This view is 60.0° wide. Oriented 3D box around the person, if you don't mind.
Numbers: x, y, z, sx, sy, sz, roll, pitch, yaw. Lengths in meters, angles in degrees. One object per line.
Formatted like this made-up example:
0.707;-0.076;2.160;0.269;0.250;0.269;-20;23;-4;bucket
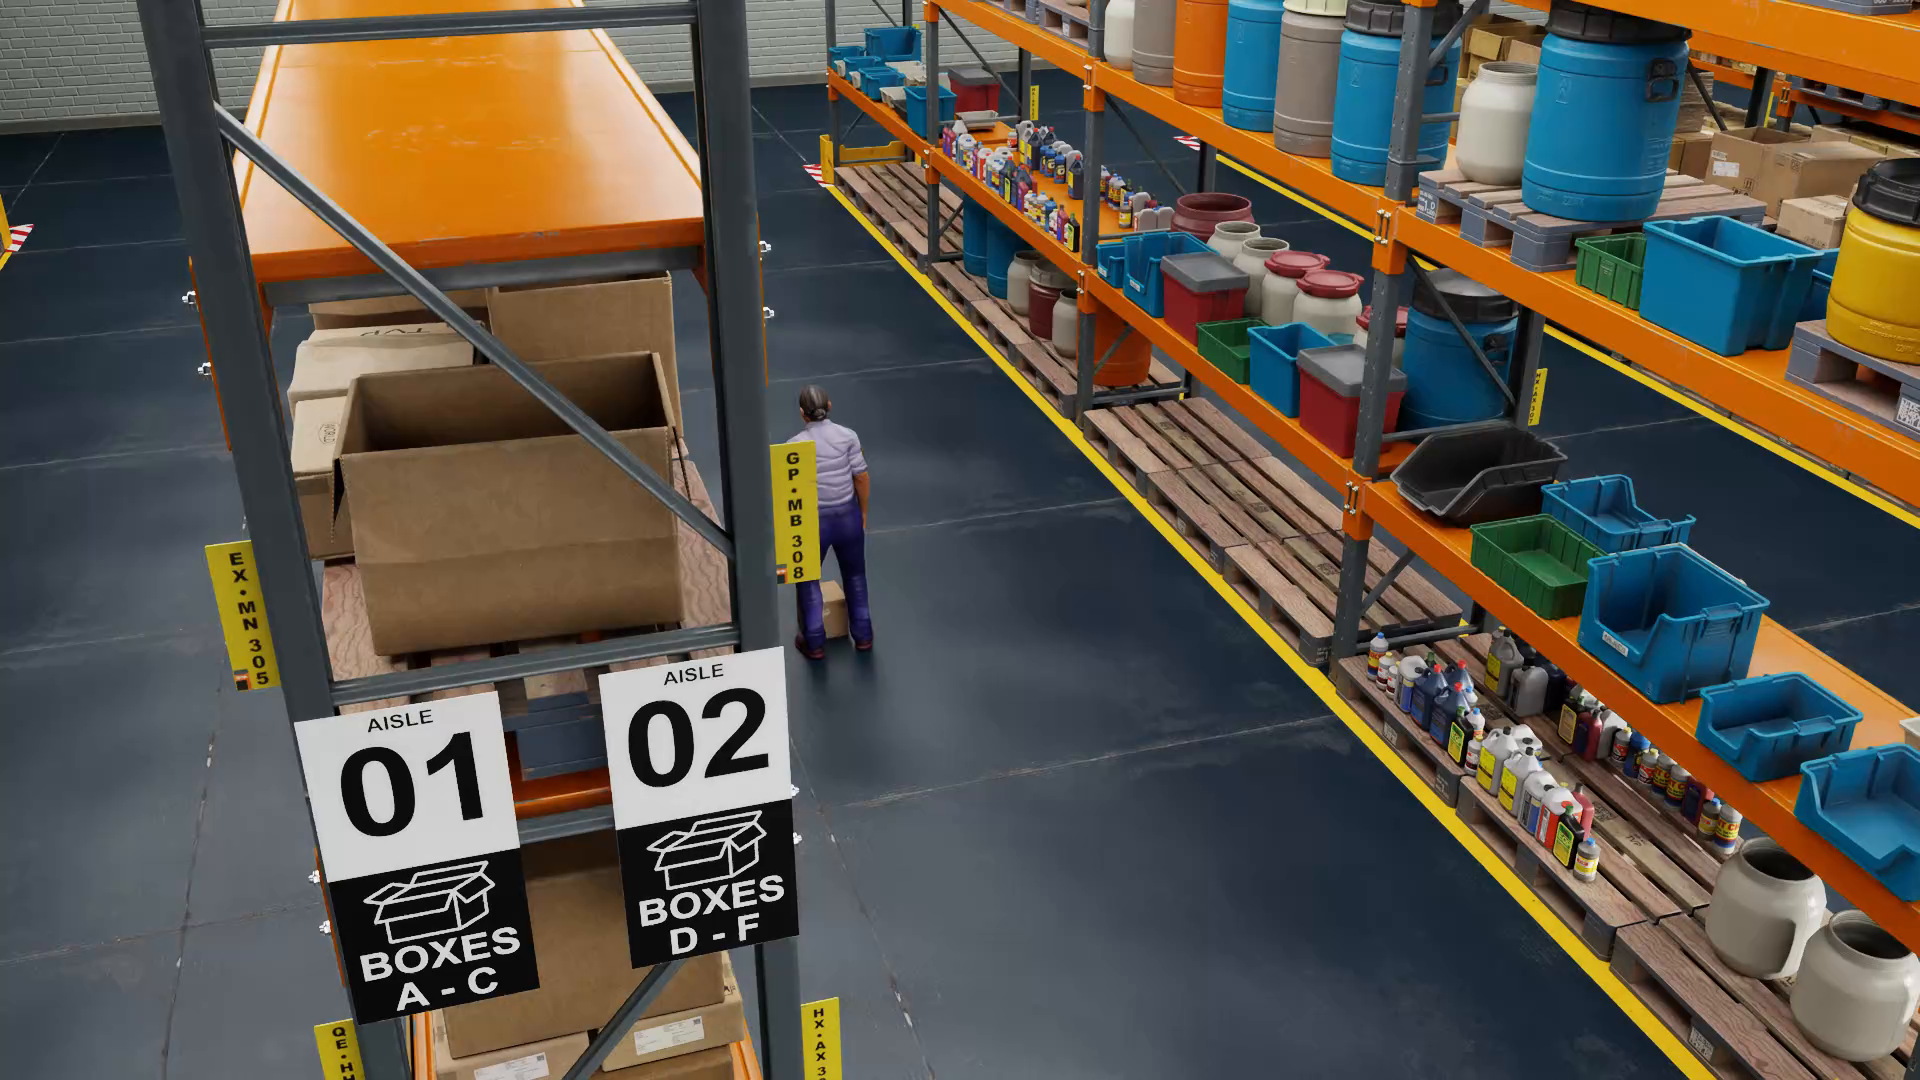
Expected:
-0.759;-0.096;9.550;0.563;1.653;0.361;-10;28;-18;person
